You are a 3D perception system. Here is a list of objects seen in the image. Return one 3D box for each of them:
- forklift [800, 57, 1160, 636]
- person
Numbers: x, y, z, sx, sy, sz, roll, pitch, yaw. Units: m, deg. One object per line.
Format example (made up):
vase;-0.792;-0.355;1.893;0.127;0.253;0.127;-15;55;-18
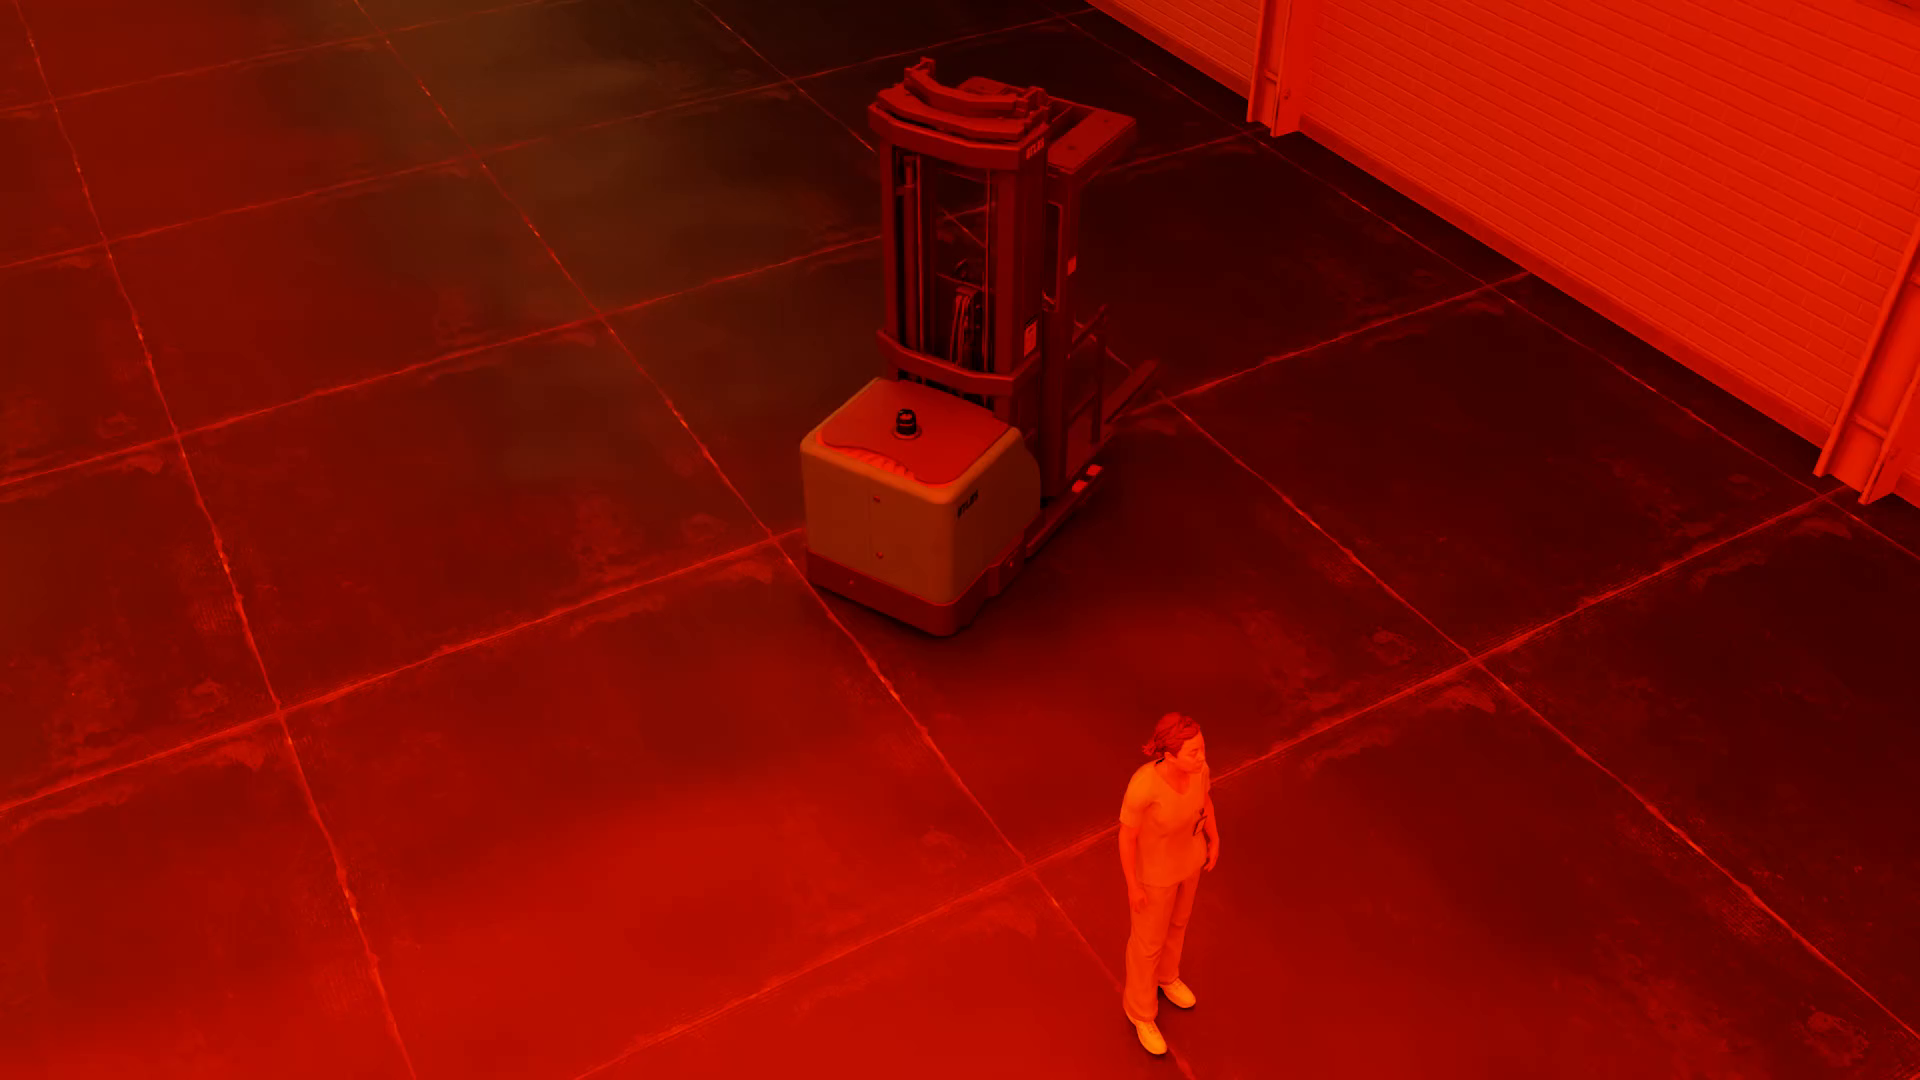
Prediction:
forklift;0.294;-1.490;9.832;1.130;2.935;3.031;22;44;24
person;0.943;1.464;7.250;0.549;1.664;0.548;-26;46;-28
